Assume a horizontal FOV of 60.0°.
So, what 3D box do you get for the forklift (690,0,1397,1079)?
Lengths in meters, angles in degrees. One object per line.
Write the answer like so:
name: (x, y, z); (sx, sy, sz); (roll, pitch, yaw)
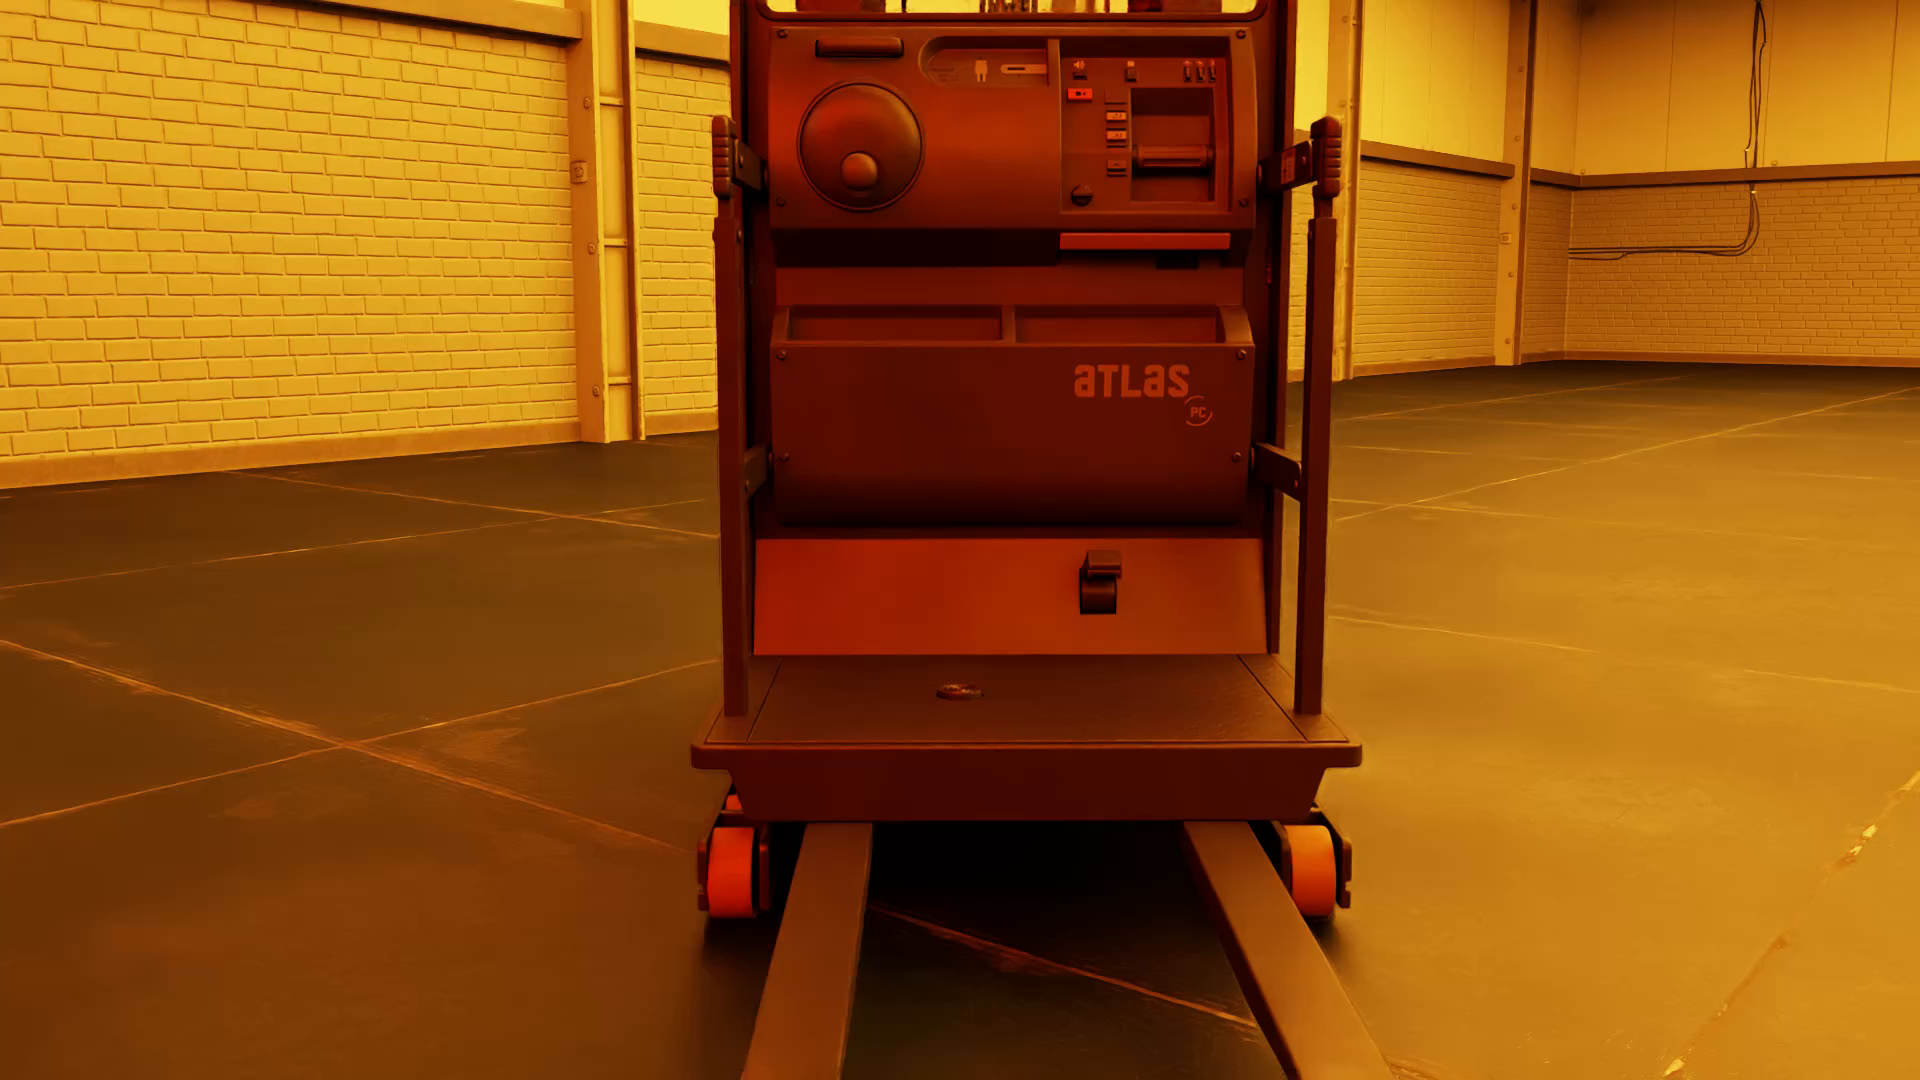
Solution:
forklift: (0.104, -0.834, 2.980); (1.130, 2.935, 3.031); (0, 8, -1)
